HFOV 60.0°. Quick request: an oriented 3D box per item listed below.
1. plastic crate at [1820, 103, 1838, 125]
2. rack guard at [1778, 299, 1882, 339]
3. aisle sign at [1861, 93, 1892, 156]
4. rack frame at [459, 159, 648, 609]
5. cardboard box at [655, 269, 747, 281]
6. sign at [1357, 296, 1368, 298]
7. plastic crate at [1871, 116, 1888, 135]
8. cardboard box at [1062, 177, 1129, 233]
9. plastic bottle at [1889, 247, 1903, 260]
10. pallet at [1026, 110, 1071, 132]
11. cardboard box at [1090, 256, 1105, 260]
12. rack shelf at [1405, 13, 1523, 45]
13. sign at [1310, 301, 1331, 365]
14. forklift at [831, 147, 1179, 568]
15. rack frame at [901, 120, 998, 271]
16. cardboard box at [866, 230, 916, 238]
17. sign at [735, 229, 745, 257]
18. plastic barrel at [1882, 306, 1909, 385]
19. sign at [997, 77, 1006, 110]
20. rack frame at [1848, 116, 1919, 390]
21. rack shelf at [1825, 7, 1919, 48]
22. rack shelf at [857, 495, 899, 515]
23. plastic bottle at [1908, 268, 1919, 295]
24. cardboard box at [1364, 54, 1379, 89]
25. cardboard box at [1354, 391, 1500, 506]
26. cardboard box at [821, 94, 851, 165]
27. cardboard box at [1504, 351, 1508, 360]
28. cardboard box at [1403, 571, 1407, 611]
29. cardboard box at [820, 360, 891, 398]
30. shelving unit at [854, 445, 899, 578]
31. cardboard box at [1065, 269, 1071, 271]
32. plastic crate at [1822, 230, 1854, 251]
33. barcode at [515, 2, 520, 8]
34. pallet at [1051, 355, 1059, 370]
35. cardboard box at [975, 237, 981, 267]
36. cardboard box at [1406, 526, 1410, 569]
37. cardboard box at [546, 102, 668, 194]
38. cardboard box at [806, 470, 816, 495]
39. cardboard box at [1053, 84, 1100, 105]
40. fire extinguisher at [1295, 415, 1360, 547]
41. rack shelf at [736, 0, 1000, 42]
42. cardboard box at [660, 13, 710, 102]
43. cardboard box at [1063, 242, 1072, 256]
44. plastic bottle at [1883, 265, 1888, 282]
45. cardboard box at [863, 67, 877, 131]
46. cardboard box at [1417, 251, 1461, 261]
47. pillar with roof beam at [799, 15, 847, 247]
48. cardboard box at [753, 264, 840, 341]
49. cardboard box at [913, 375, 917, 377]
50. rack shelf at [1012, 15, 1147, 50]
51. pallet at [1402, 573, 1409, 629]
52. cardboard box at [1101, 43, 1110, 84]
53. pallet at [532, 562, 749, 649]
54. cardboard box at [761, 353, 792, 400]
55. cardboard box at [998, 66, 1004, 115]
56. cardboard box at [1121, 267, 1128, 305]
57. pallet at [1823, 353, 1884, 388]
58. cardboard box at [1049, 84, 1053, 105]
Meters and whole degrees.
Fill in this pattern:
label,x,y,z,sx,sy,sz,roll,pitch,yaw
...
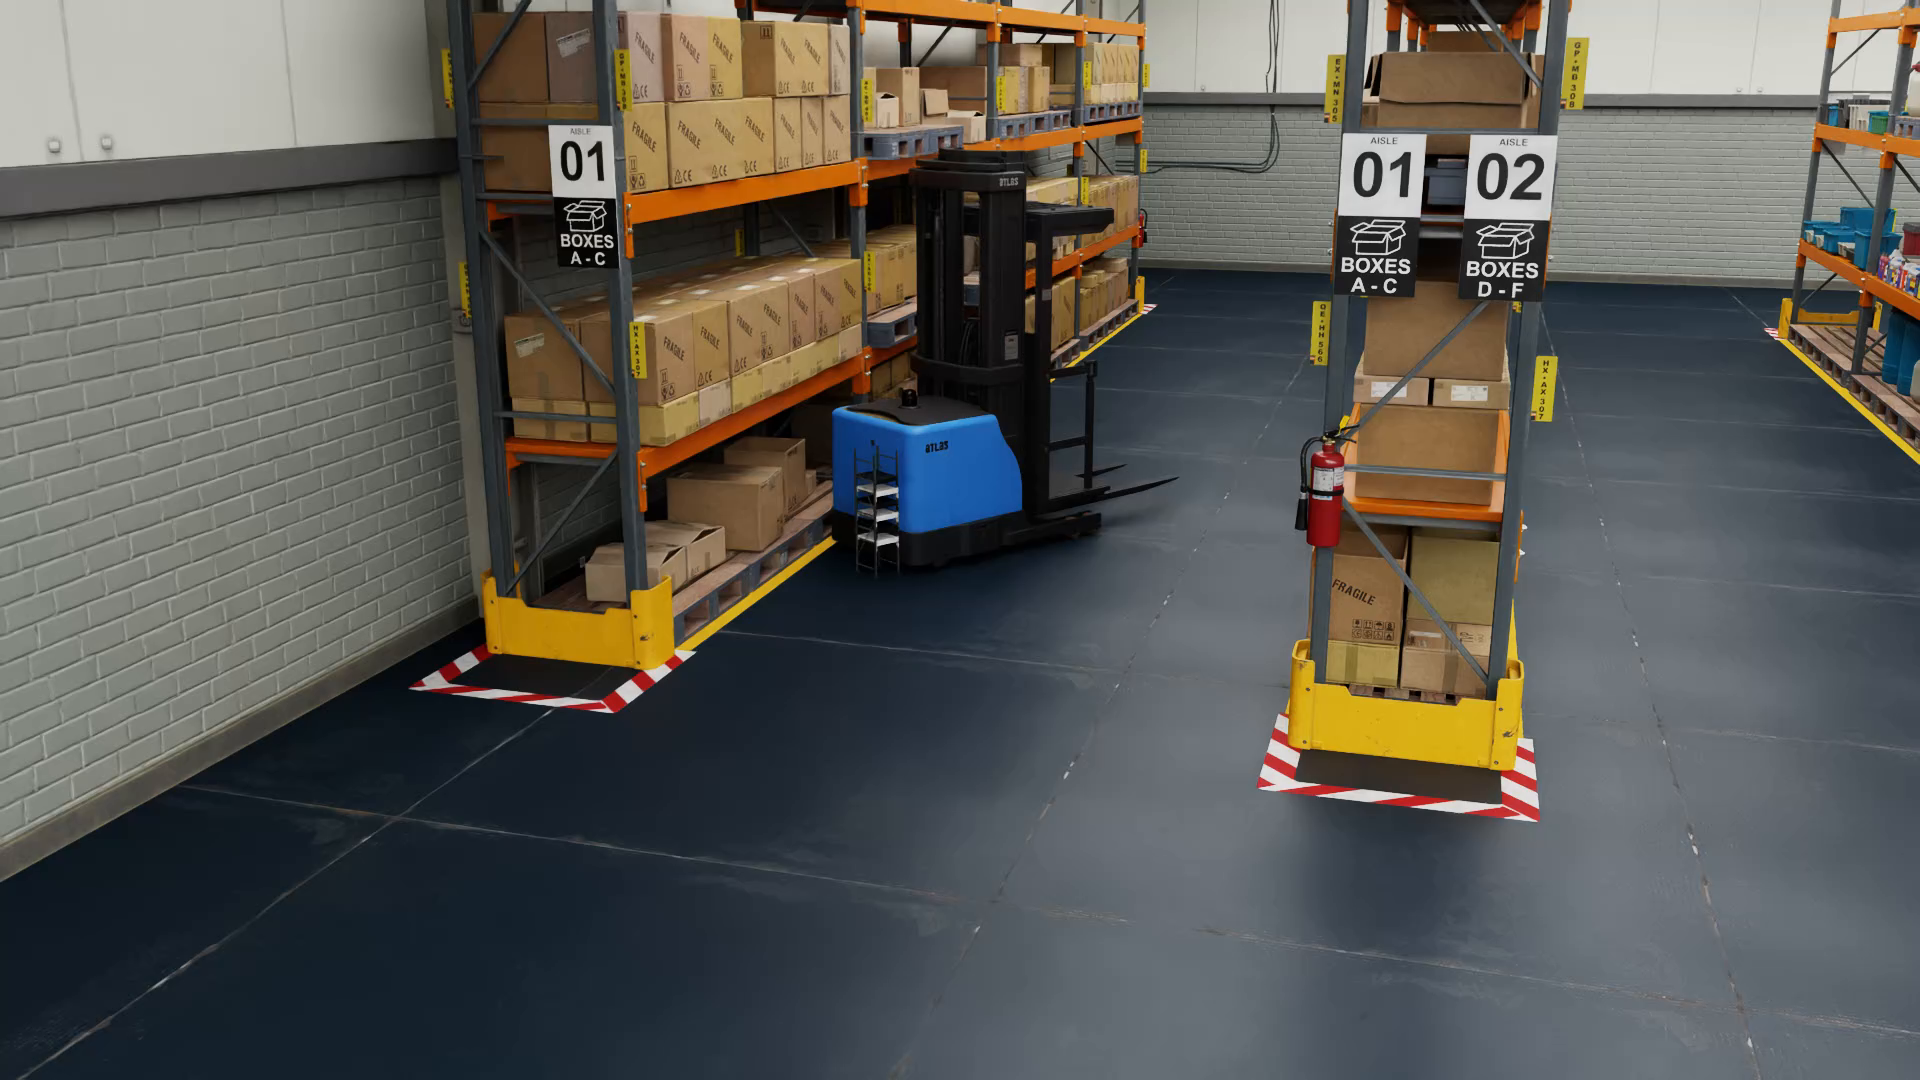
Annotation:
label,x,y,z,sx,sy,sz,roll,pitch,yaw
plastic crate,11.284,-5.442,21.260,0.497,0.269,0.590,5,16,16
rack guard,11.655,-2.945,22.297,1.175,0.500,0.348,5,16,16
aisle sign,11.962,-5.387,21.562,0.394,0.787,0.004,5,16,16
rack frame,-2.385,-0.723,9.881,1.000,3.000,0.127,5,16,16
cardboard box,-1.880,-1.696,12.175,0.500,0.500,0.500,5,17,17
sign,2.979,-1.945,12.212,0.100,0.325,0.005,5,16,16
plastic crate,10.354,-4.569,18.334,0.450,0.188,0.662,5,16,16
cardboard box,1.830,-4.728,23.451,0.980,0.700,0.700,4,16,15
plastic bottle,10.101,-2.993,17.974,0.144,0.351,0.185,5,16,16
pallet,0.812,-4.970,19.707,0.805,0.209,1.217,4,16,14
cardboard box,1.902,-4.078,24.331,0.380,0.149,0.250,5,17,16
rack shelf,5.207,-5.304,17.088,1.077,0.370,4.000,5,16,16
sign,1.849,-1.056,8.501,0.100,0.325,0.005,5,16,16
forklift,0.472,-1.522,12.823,3.031,2.935,1.130,-13,21,-39
rack frame,-0.112,-2.816,17.260,1.000,3.000,0.127,5,16,16
cardboard box,-0.569,-2.624,15.595,0.700,0.500,0.500,5,16,16
sign,-1.782,-2.368,13.561,0.100,0.325,0.005,5,16,16
plastic barrel,10.353,-2.146,17.973,0.600,0.901,0.708,5,16,16
sign,0.408,-4.465,16.630,0.100,0.325,0.005,5,16,16
rack frame,10.524,-3.094,18.241,1.000,3.000,0.127,5,16,16
rack shelf,11.092,-5.965,19.420,1.077,0.370,4.000,5,16,16
rack shelf,-0.595,-0.257,11.877,0.200,0.077,0.258,-13,21,-39
plastic bottle,9.638,-2.609,16.768,0.097,0.271,0.097,0,16,0
cardboard box,2.913,-2.727,10.235,0.797,0.503,0.637,7,17,22
cardboard box,2.510,-0.509,8.943,0.700,0.500,0.500,5,16,16
cardboard box,-1.156,-3.118,12.609,0.500,0.500,0.500,5,17,17
cardboard box,2.902,-0.986,9.437,0.380,0.149,0.250,4,16,15
cardboard box,2.505,0.355,10.349,0.500,0.250,0.500,5,16,16
cardboard box,-0.933,-1.449,14.840,0.500,0.250,0.500,4,16,15
shelving unit,-0.595,-0.202,11.893,0.210,0.900,0.258,-13,21,-39
cardboard box,1.399,-3.612,22.689,0.380,0.149,0.250,5,17,16
plastic crate,10.900,-3.705,20.593,0.416,0.233,0.300,5,16,16
barcode,-2.663,-3.208,10.031,0.001,0.075,0.075,5,16,16
pallet,0.533,-1.993,19.469,1.003,0.211,1.213,5,16,16
cardboard box,0.272,-3.124,17.581,0.500,0.500,0.500,5,17,18
cardboard box,2.646,-0.136,10.709,0.500,0.500,0.500,5,16,16
cardboard box,-2.050,-2.292,9.695,0.500,0.500,0.500,5,17,17
cardboard box,-1.372,-0.476,13.395,0.380,0.166,0.250,2,16,9
cardboard box,1.474,-5.644,21.055,0.500,0.250,0.500,5,16,16
fire extinguisher,1.886,-0.308,8.558,0.296,0.674,0.183,5,16,16
rack shelf,-0.680,-4.640,14.749,1.077,0.370,4.000,5,16,16
cardboard box,-1.852,-2.914,10.056,0.500,0.500,0.500,4,16,15
cardboard box,1.151,-3.573,20.352,0.380,0.149,0.250,5,17,17
plastic bottle,9.957,-2.869,17.812,0.097,0.201,0.097,0,16,0
cardboard box,-1.016,-3.599,13.572,0.500,0.500,0.500,7,17,24
cardboard box,2.812,-1.417,9.767,0.700,0.500,0.500,5,16,16
pillar with roof beam,2.817,-5.095,14.302,9.100,9.000,0.400,5,16,16
cardboard box,-1.223,-1.789,12.503,0.500,0.500,0.500,5,16,16
cardboard box,-0.638,-1.375,15.953,0.700,0.500,0.500,5,16,16
rack shelf,1.593,-6.733,22.128,1.077,0.370,4.000,5,16,16
pallet,2.891,0.480,10.749,1.003,0.211,1.213,5,16,16
cardboard box,1.637,-6.144,21.444,0.500,0.500,0.500,4,16,15
pallet,-2.099,0.389,11.071,1.003,0.211,1.213,5,16,16
cardboard box,-1.512,-1.165,11.679,0.500,0.250,0.500,5,17,16
cardboard box,0.071,-4.793,17.743,0.700,0.500,0.500,4,16,13
cardboard box,2.059,-3.717,24.250,0.700,0.500,0.500,5,16,16
pallet,10.695,-1.948,19.310,1.003,0.211,1.213,5,16,16
cardboard box,0.995,-5.681,21.185,0.500,0.250,0.500,5,17,16
